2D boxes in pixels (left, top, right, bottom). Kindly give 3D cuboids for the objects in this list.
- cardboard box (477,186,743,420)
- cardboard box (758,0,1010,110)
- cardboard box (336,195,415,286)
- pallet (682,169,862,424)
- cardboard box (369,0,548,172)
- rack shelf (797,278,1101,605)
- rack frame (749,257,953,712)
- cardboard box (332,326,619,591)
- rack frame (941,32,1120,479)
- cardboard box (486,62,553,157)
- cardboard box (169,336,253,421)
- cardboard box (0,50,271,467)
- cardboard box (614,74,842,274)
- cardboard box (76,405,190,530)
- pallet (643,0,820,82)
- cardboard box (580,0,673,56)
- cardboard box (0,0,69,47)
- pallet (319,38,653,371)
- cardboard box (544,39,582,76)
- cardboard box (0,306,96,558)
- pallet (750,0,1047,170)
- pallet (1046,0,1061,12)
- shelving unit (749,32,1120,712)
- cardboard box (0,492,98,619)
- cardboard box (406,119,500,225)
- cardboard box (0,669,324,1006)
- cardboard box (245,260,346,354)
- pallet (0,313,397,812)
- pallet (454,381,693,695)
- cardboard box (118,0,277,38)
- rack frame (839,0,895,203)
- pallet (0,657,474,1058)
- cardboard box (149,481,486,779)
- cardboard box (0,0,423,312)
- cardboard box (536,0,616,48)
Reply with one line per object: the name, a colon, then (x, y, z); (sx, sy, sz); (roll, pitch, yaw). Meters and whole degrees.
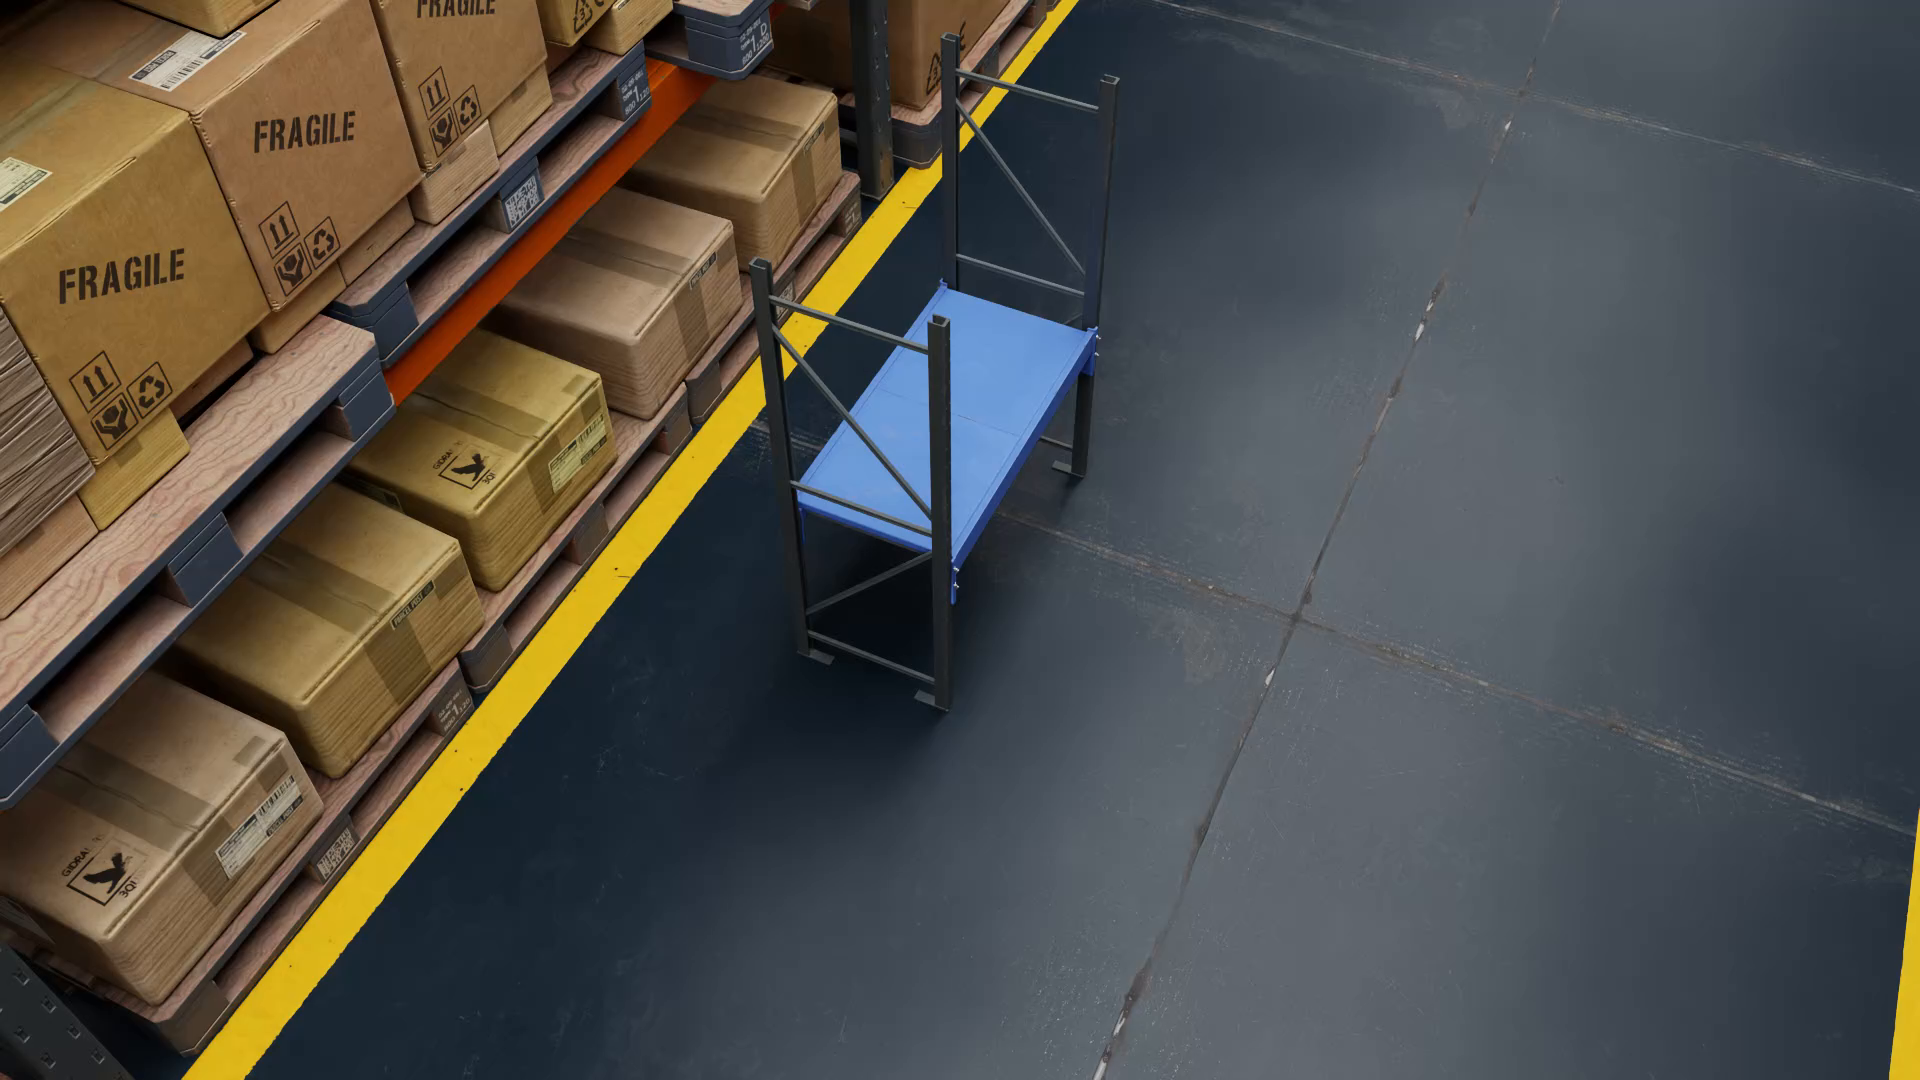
cardboard box: (-1.289, -0.851, 5.455); (0.950, 0.372, 0.625); (19, 52, 15)
cardboard box: (-0.360, -2.360, 6.408); (0.875, 0.875, 0.875); (19, 52, 16)
cardboard box: (-1.496, -0.764, 3.820); (0.380, 0.149, 0.250); (20, 53, 16)
pallet: (-1.066, -1.022, 5.981); (1.003, 0.211, 1.213); (20, 52, 16)
cardboard box: (-1.333, -1.242, 3.800); (0.500, 0.500, 0.500); (18, 52, 15)
rack shelf: (-0.036, -0.311, 4.766); (0.538, 0.185, 1.000); (20, 52, 16)
rack frame: (-0.254, -0.077, 4.331); (0.500, 1.500, 0.032); (20, 52, 16)
cardboard box: (-1.618, -0.331, 5.012); (0.950, 0.372, 0.625); (21, 53, 17)
rack frame: (0.181, -0.777, 4.927); (0.500, 1.500, 0.032); (20, 52, 16)
cardboard box: (-1.248, -1.123, 4.125); (0.380, 0.149, 0.250); (18, 52, 15)
cardboard box: (-1.751, -0.431, 3.536); (0.380, 0.149, 0.250); (23, 53, 18)
cardboard box: (-1.766, -0.549, 3.211); (0.500, 0.500, 0.500); (20, 52, 16)
cardboard box: (-0.981, -1.362, 5.889); (0.950, 0.372, 0.625); (17, 52, 14)
cardboard box: (-1.803, -0.211, 3.349); (0.380, 0.149, 0.250); (21, 53, 17)
pallet: (-0.939, -1.876, 5.003); (1.213, 0.211, 1.003); (20, 52, 16)
cardboard box: (-0.994, -1.455, 4.408); (0.380, 0.149, 0.250); (21, 53, 17)
cardboard box: (-2.013, -1.062, 3.647); (0.500, 0.500, 0.500); (21, 53, 17)
pallet: (-1.539, -1.025, 4.278); (1.003, 0.211, 1.213); (20, 52, 16)
cardboard box: (-1.215, -1.323, 4.295); (0.380, 0.149, 0.250); (20, 53, 16)
cardboard box: (-1.980, -0.203, 2.917); (0.500, 0.500, 0.500); (21, 53, 17)
pallet: (-0.326, -2.078, 6.880); (1.003, 0.211, 1.213); (20, 52, 16)
pallet: (0.197, -2.915, 7.592); (1.003, 0.211, 1.213); (20, 52, 16)
shelving unit: (-0.036, -0.427, 4.629); (0.538, 1.500, 1.048); (20, 52, 16)
cardboard box: (-1.918, -0.042, 3.205); (0.380, 0.149, 0.250); (21, 53, 17)
cardboard box: (-1.336, -0.930, 3.961); (0.380, 0.149, 0.250); (22, 53, 17)
cardboard box: (-2.218, 0.644, 4.182); (0.950, 0.372, 0.625); (20, 53, 17)
cardboard box: (-1.603, -0.594, 3.675); (0.380, 0.149, 0.250); (21, 53, 17)
pallet: (-1.981, -0.126, 3.514); (1.003, 0.211, 1.213); (20, 52, 16)
pallet: (-1.588, -0.185, 5.269); (1.003, 0.211, 1.213); (20, 52, 16)
cardboard box: (-1.548, -1.175, 3.317); (0.380, 0.149, 0.250); (23, 53, 18)
rack frame: (-0.730, -2.463, 5.377); (1.000, 3.000, 0.127); (20, 52, 16)
pallet: (-2.108, 0.658, 4.552); (1.003, 0.211, 1.213); (20, 52, 16)
cardboard box: (-1.913, 0.148, 4.604); (0.950, 0.372, 0.625); (23, 53, 18)
cardboard box: (-1.543, -0.885, 3.496); (0.500, 0.500, 0.500); (20, 52, 16)
cardboard box: (-1.099, -1.617, 4.120); (0.500, 0.500, 0.500); (17, 52, 14)
